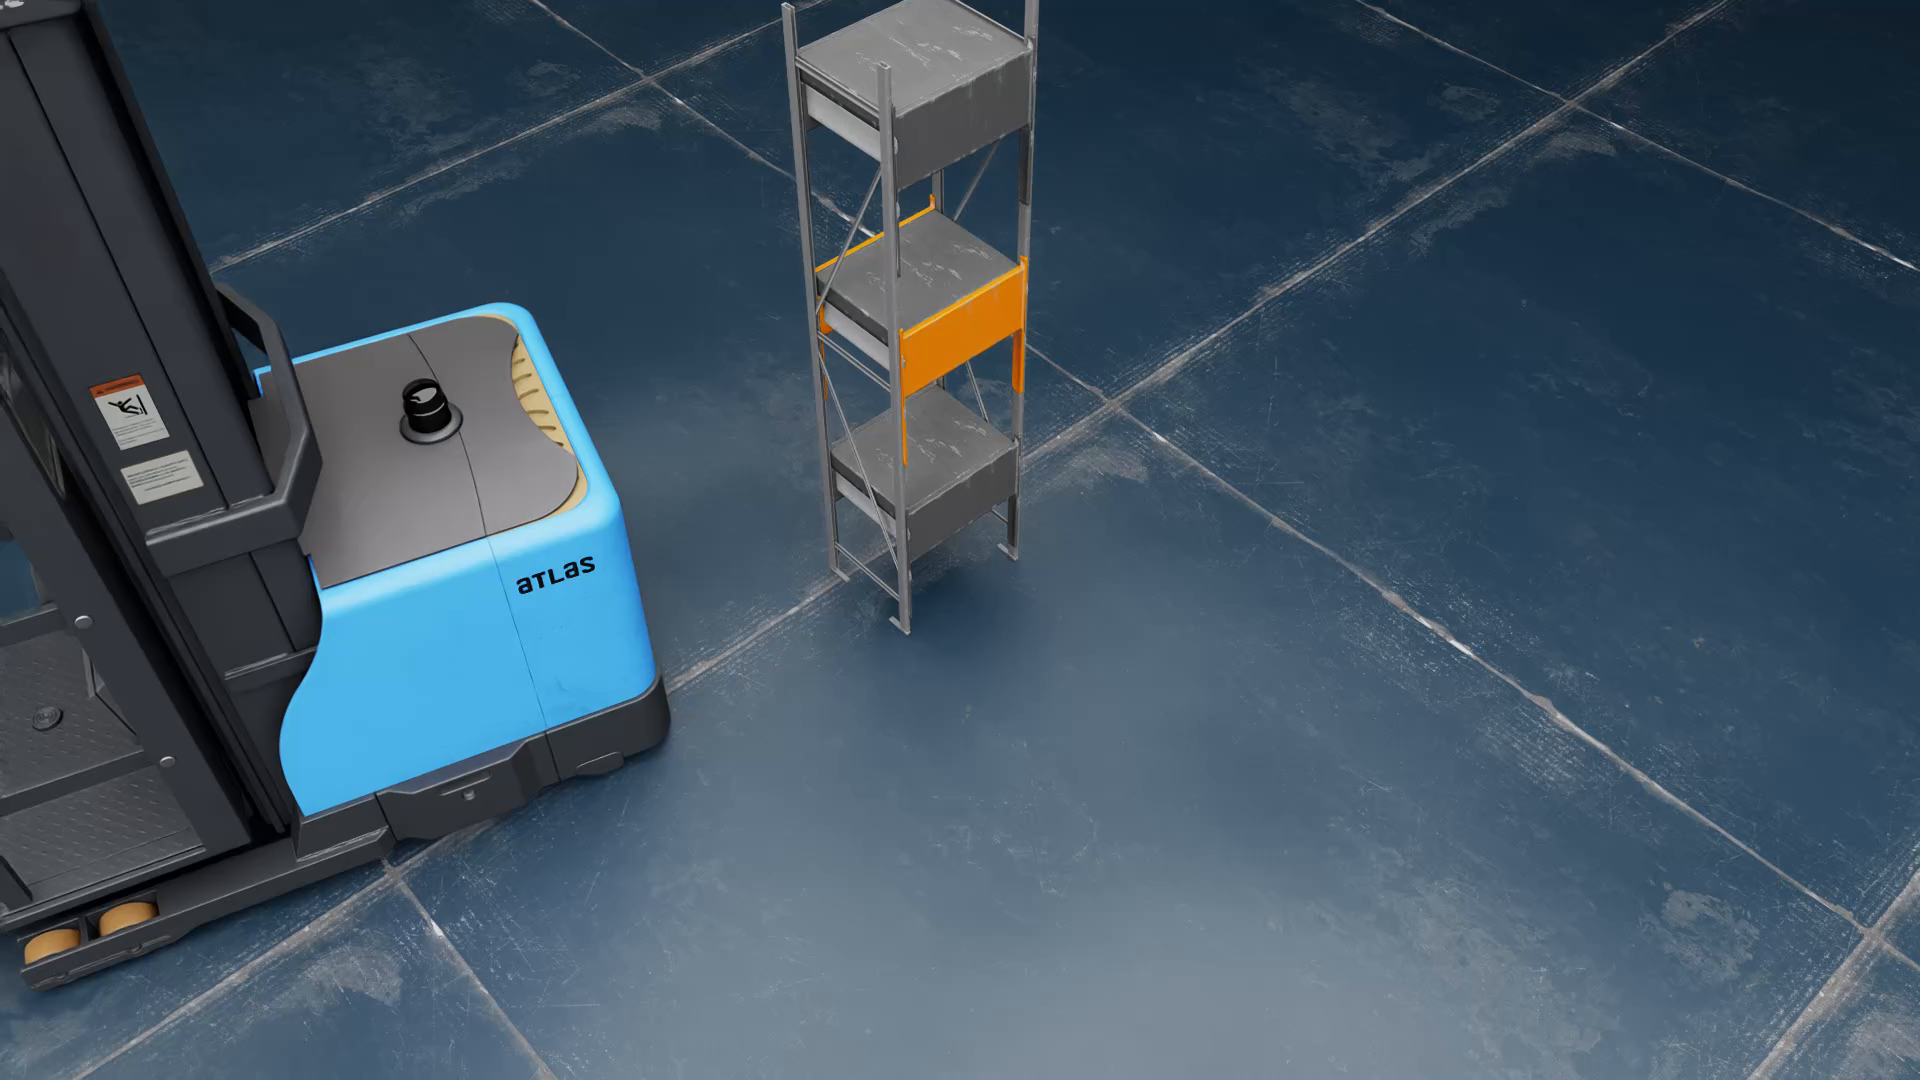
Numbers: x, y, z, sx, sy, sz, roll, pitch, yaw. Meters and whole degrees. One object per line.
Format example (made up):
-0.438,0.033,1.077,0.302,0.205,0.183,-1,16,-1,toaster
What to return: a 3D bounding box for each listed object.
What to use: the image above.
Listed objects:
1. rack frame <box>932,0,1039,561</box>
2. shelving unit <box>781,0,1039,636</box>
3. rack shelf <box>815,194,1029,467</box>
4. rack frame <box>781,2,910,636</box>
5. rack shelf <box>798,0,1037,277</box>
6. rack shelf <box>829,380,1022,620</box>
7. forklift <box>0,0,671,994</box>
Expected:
0.058,-0.751,5.014,0.015,2.100,0.400,-34,56,-27,rack frame
-0.122,-0.630,4.903,0.503,2.100,0.431,-34,56,-27,shelving unit
-0.122,-0.621,4.913,0.480,0.518,0.431,-34,56,-27,rack shelf
-0.303,-0.510,4.791,0.015,2.100,0.400,-34,56,-27,rack frame
-0.122,-1.096,4.398,0.480,0.518,0.431,-34,56,-27,rack shelf
-0.122,-0.146,5.427,0.480,0.518,0.431,-34,56,-27,rack shelf
-2.449,-0.208,3.948,3.031,2.935,1.130,-19,50,-17,forklift
